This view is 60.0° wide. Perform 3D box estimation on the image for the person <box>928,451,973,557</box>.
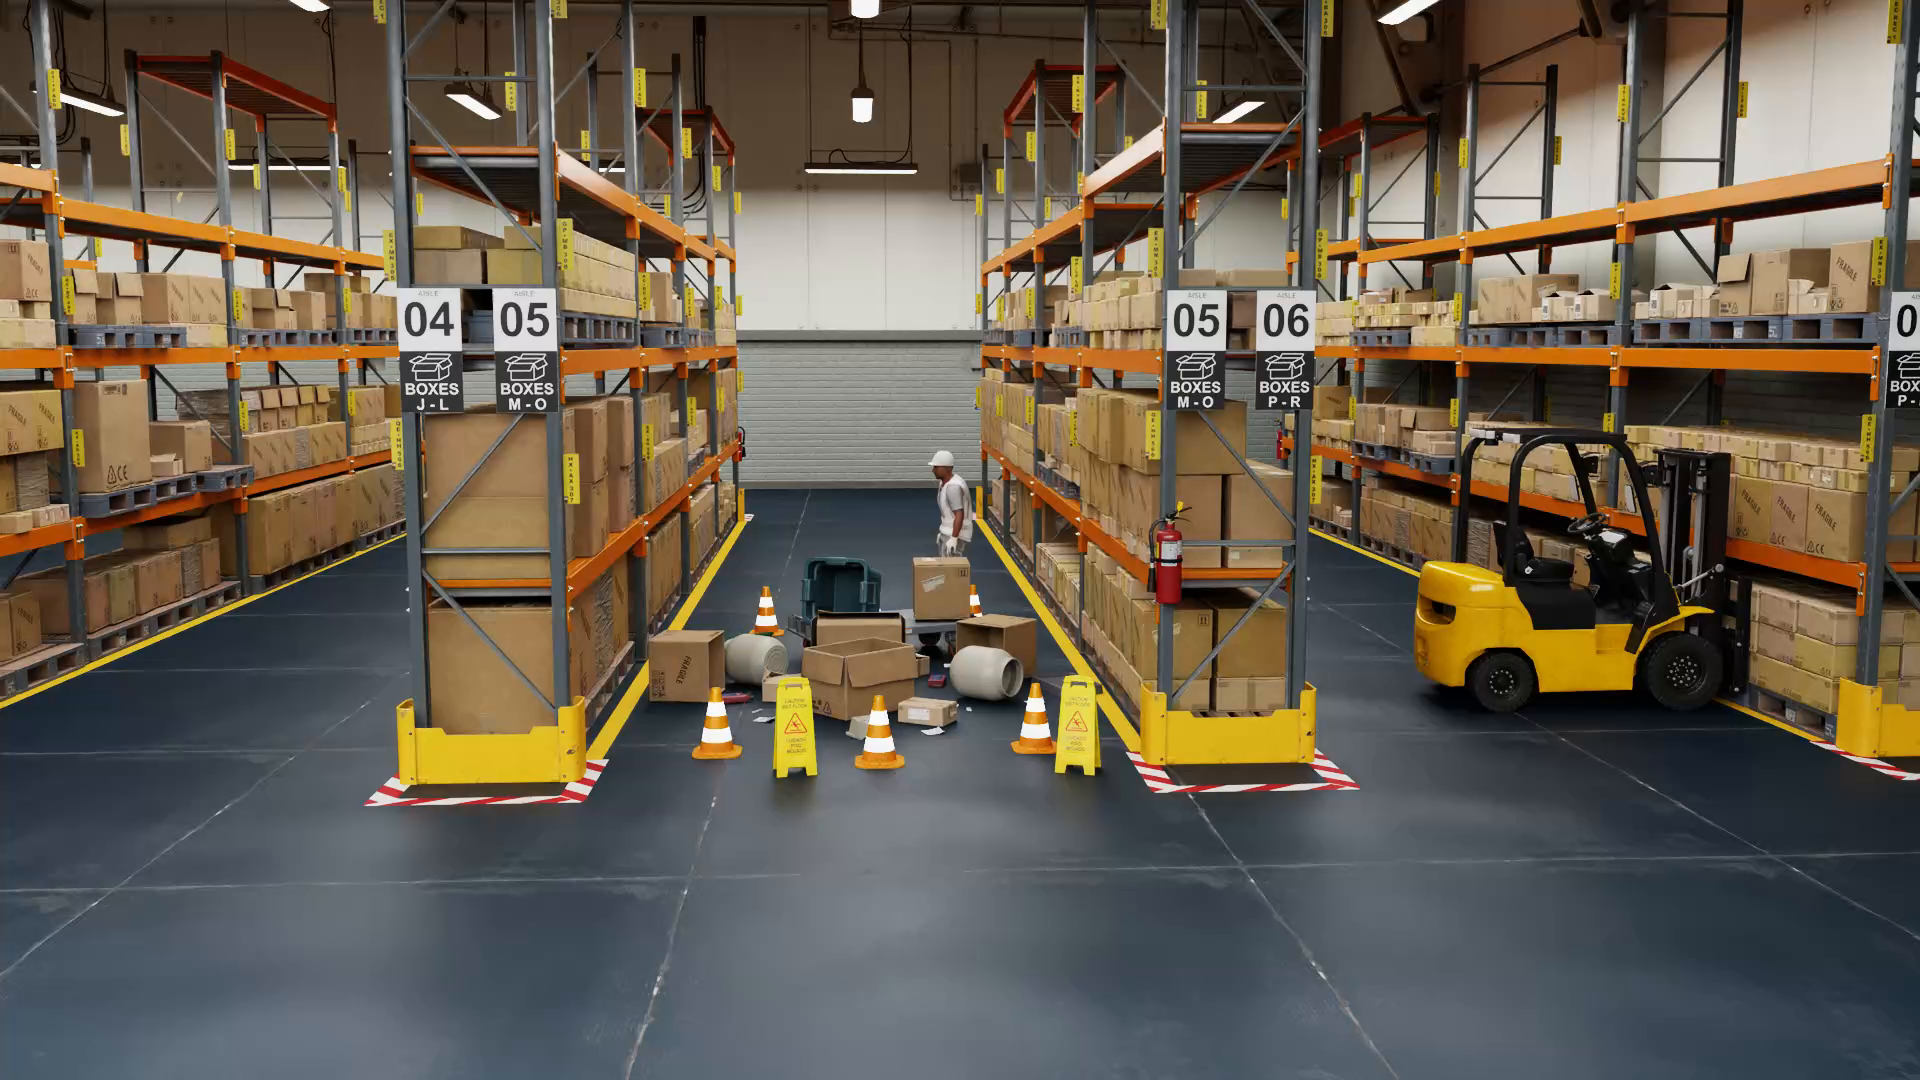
[{"bbox_3d":[-0.106,-0.021,16.869,0.450,1.774,0.627,-1,7,-9],"label":"person"}]
